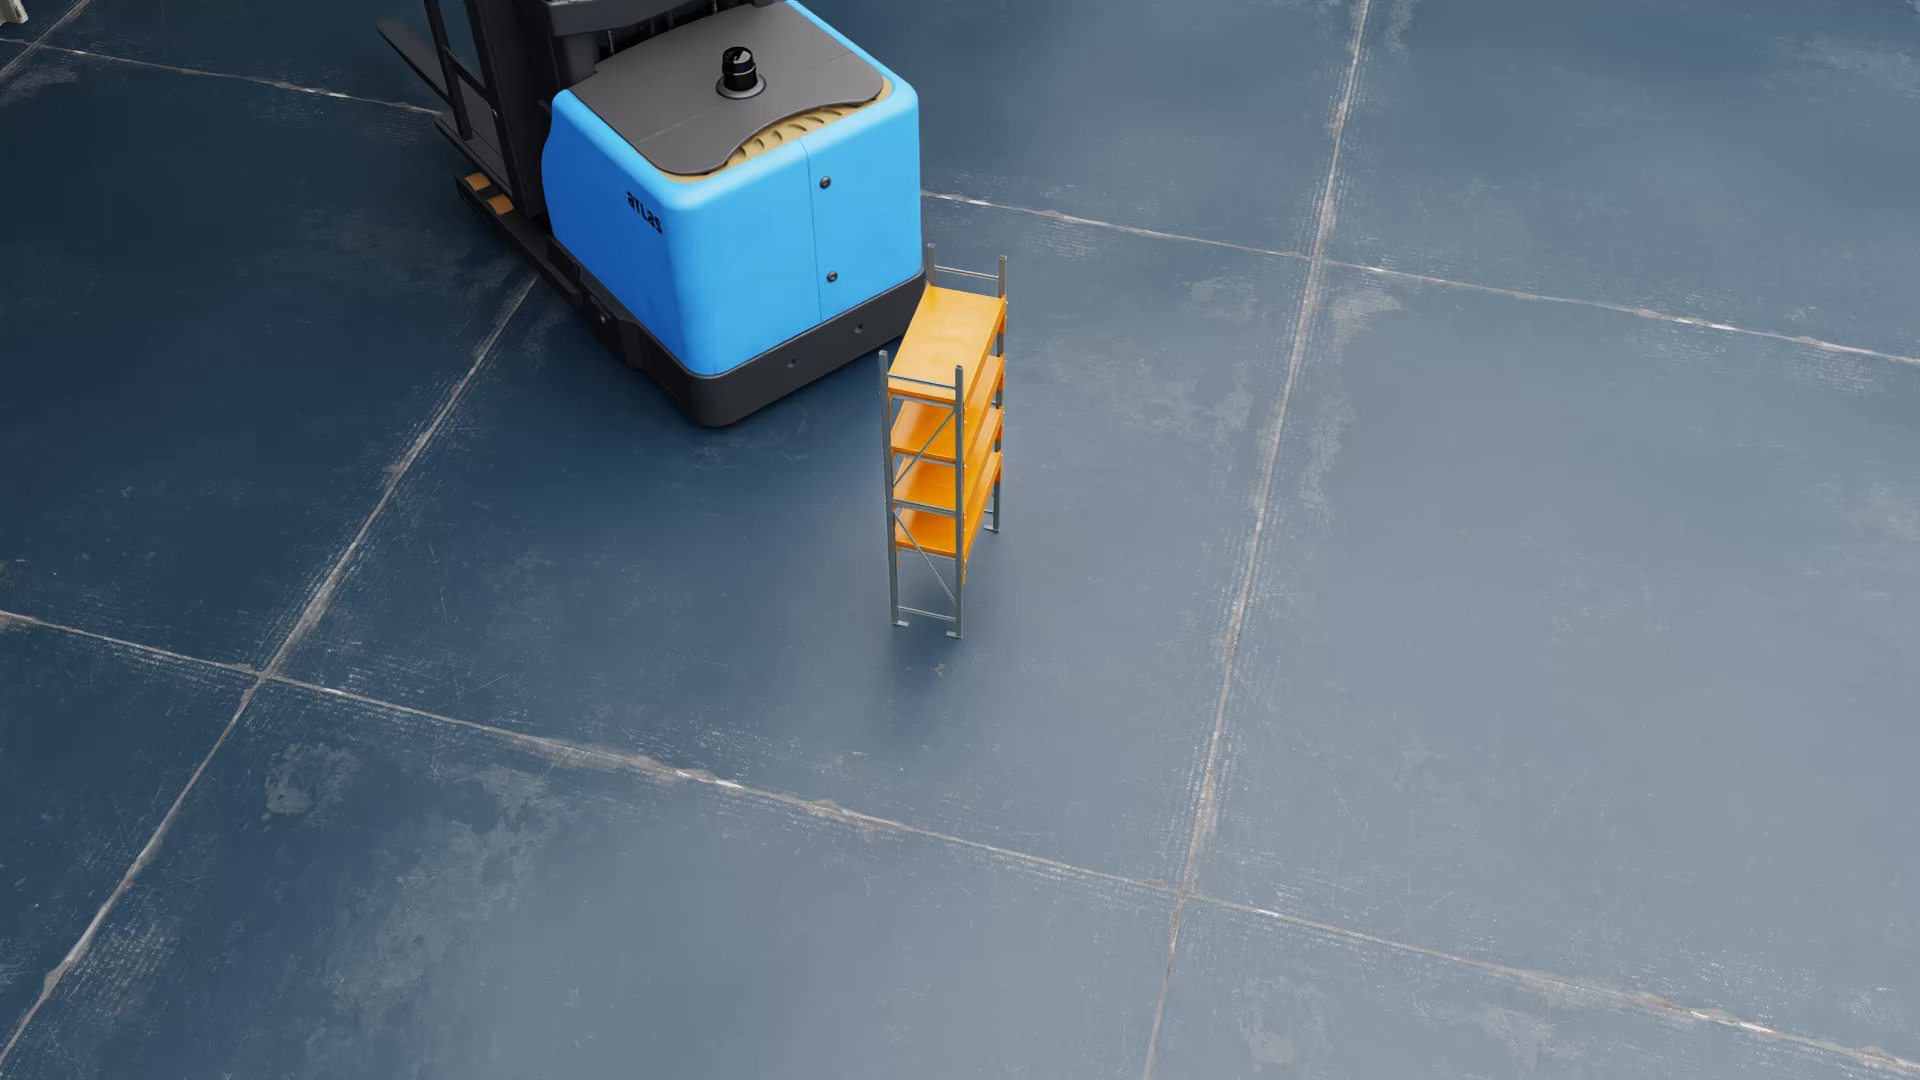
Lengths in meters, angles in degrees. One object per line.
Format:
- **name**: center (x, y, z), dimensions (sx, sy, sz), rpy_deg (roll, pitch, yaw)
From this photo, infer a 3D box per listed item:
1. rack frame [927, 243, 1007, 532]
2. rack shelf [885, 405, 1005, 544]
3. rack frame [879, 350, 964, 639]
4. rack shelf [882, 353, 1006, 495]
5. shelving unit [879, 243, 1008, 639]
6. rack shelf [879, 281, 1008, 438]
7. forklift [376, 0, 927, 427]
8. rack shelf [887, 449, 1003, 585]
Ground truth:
- **rack frame**: center (0.021, -0.454, 5.350), dimensions (0.240, 1.200, 0.015), rpy_deg (12, 50, 10)
- **rack shelf**: center (-0.044, -0.233, 5.245), dimensions (0.258, 0.148, 0.480), rpy_deg (12, 50, 10)
- **rack frame**: center (-0.108, -0.101, 5.039), dimensions (0.240, 1.200, 0.015), rpy_deg (12, 50, 10)
- **rack shelf**: center (-0.044, -0.381, 5.077), dimensions (0.258, 0.148, 0.480), rpy_deg (12, 50, 10)
- **shelving unit**: center (-0.044, -0.277, 5.194), dimensions (0.258, 1.200, 0.503), rpy_deg (12, 50, 10)
- **rack shelf**: center (-0.044, -0.537, 4.900), dimensions (0.258, 0.148, 0.480), rpy_deg (12, 50, 10)
- **forklift**: center (-1.437, -2.432, 5.942), dimensions (1.130, 2.935, 3.031), rpy_deg (-31, 55, -24)
- **rack shelf**: center (-0.044, -0.101, 5.394), dimensions (0.258, 0.148, 0.480), rpy_deg (12, 50, 10)
